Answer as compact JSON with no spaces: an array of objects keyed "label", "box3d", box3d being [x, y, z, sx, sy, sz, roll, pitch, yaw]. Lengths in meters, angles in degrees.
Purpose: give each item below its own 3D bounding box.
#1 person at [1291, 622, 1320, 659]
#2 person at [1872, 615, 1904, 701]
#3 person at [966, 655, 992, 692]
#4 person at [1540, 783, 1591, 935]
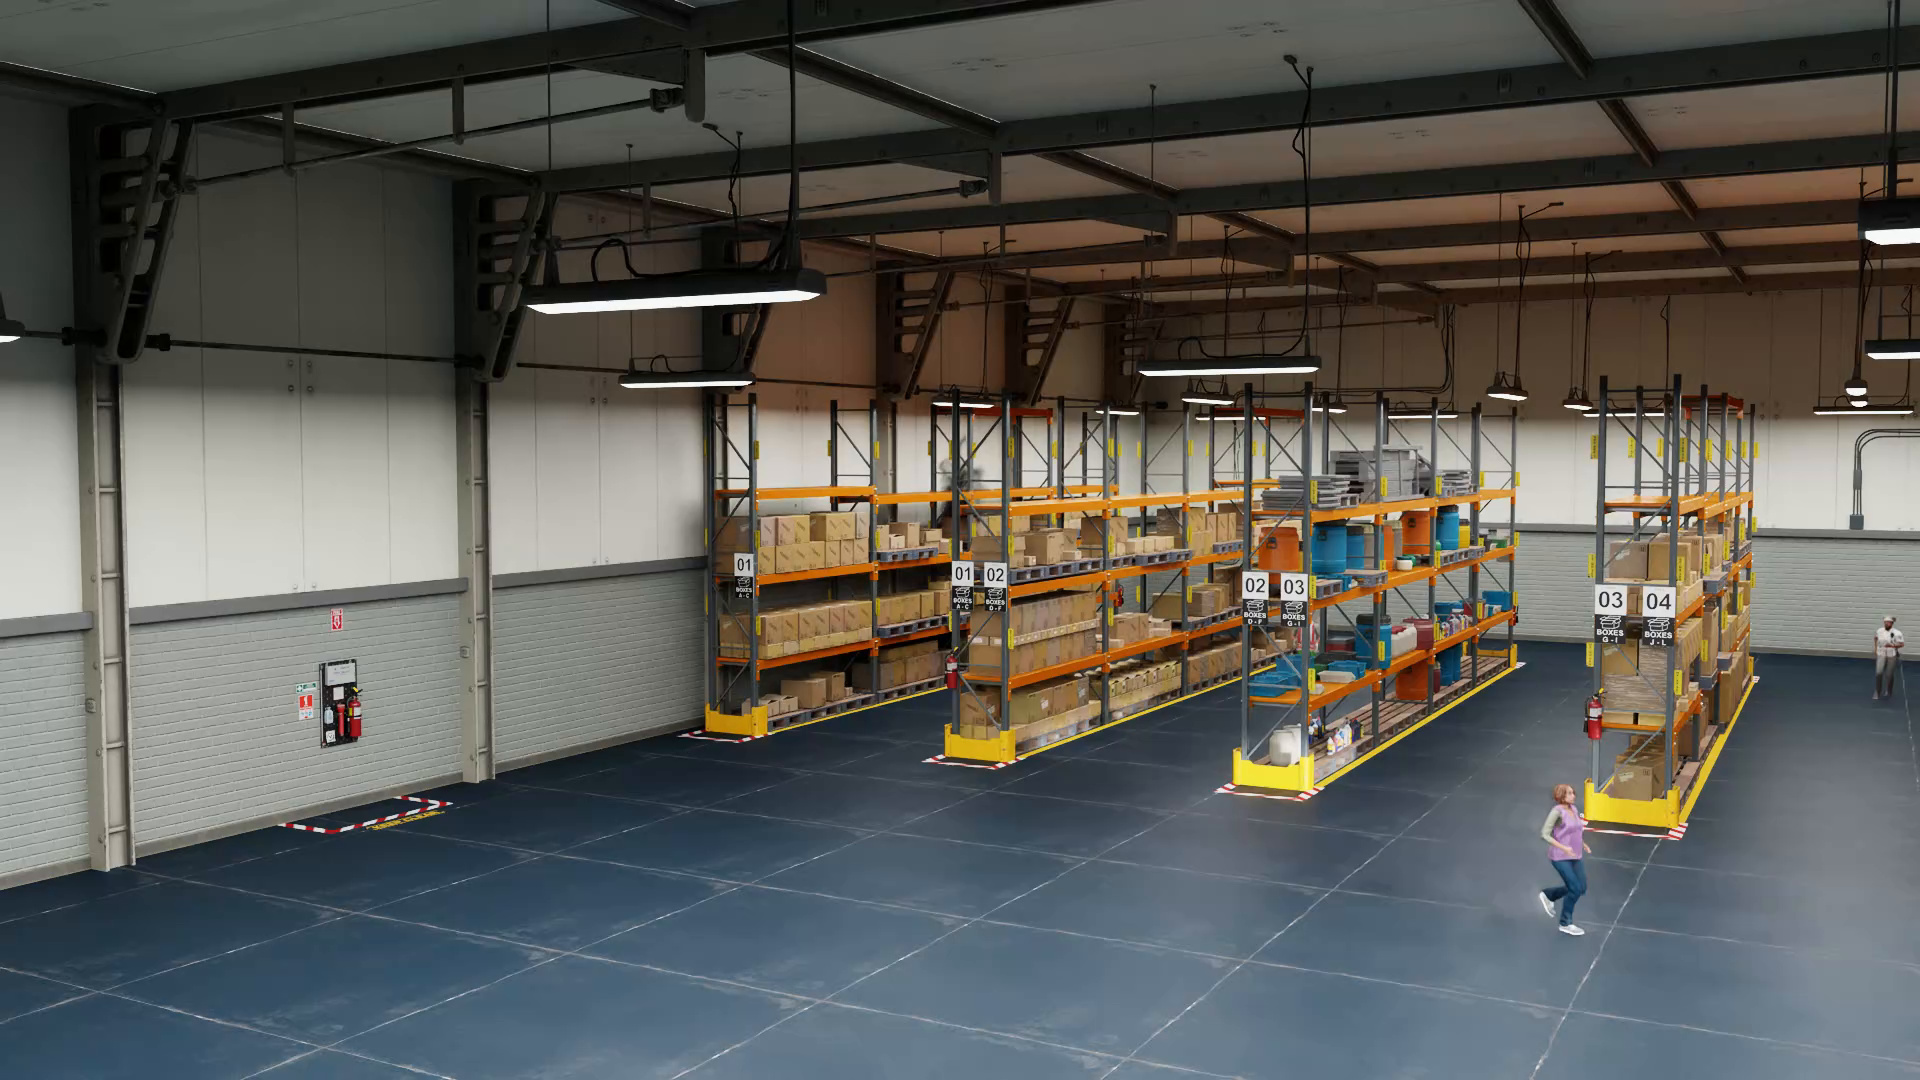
[{"label":"person","box3d":[7.109,2.282,34.154,0.649,1.740,0.601,1,3,17]},{"label":"person","box3d":[18.619,2.366,33.350,0.561,1.749,0.711,2,4,38]},{"label":"person","box3d":[0.387,2.485,30.368,0.673,1.789,0.773,1,3,20]},{"label":"person","box3d":[6.241,3.291,17.280,0.536,1.548,0.567,-2,4,-36]}]
